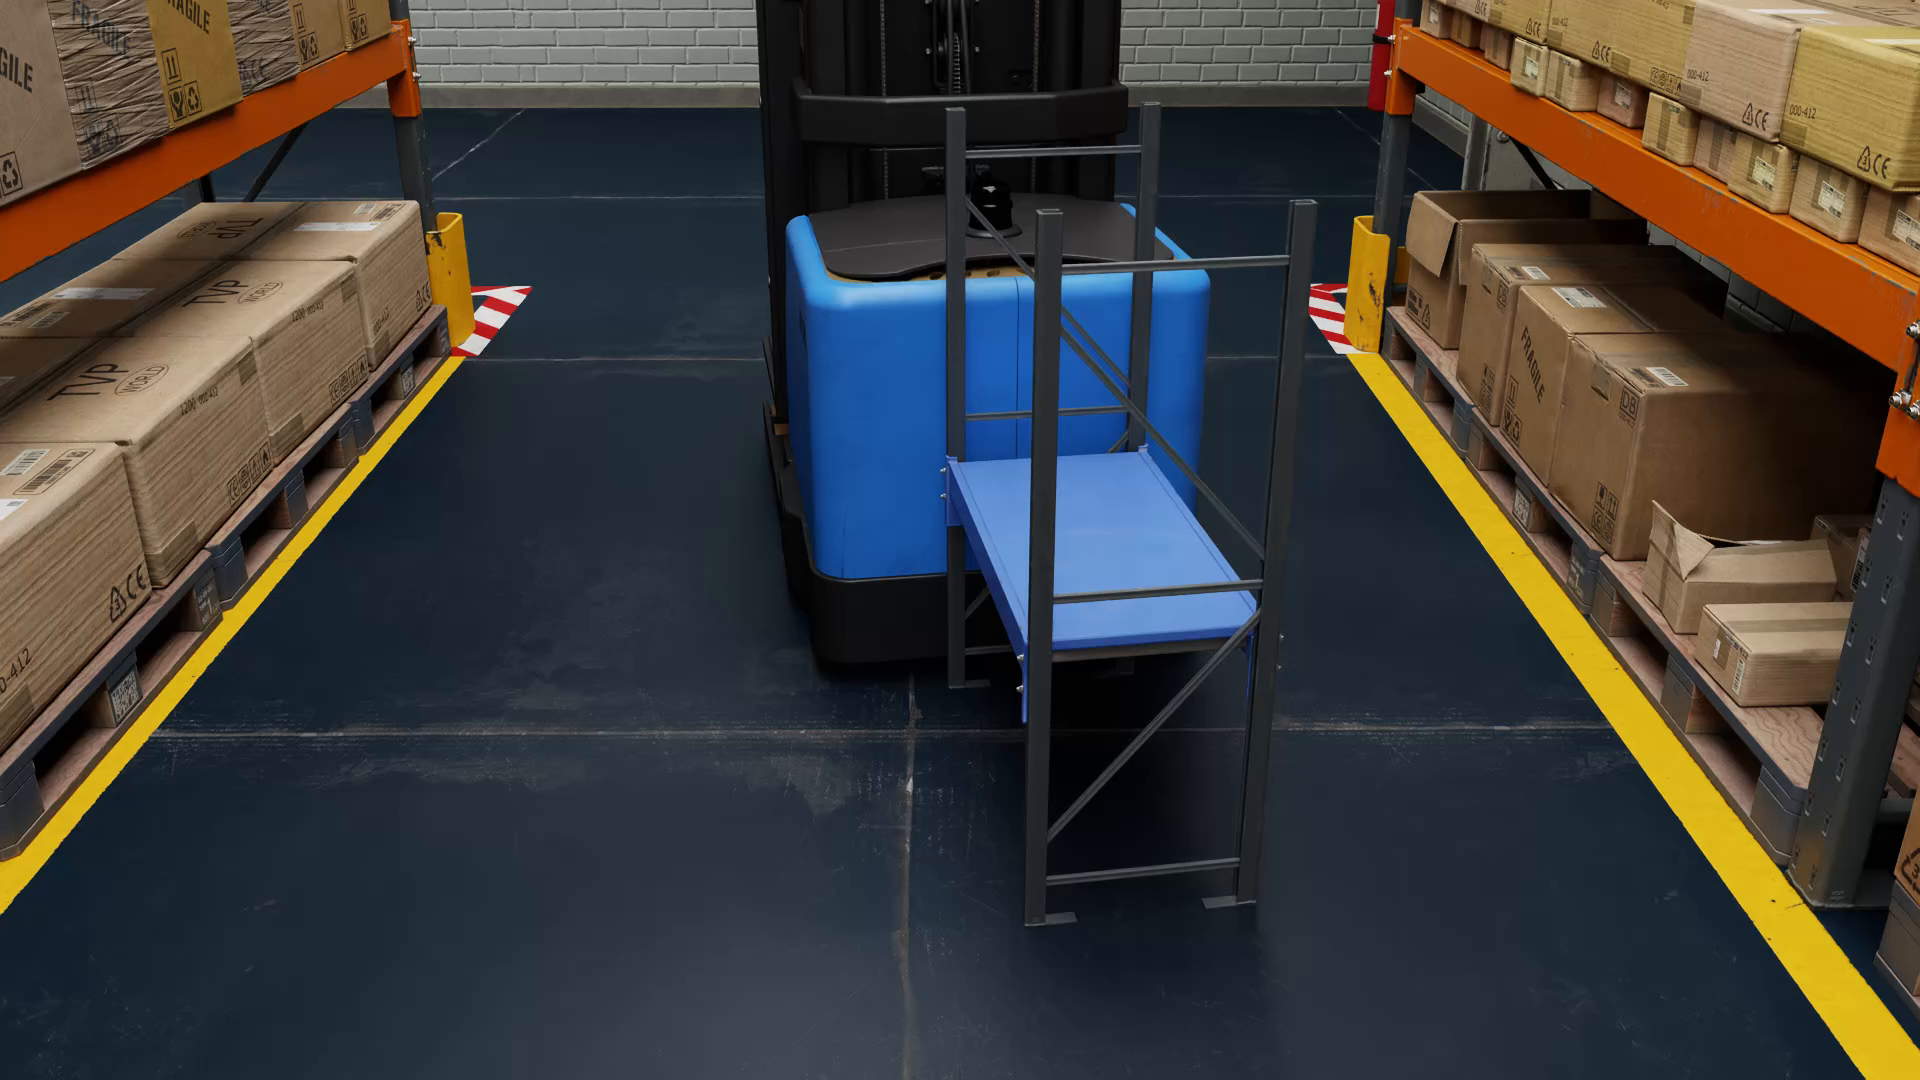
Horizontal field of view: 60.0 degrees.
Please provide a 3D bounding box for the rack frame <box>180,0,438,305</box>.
[{"bbox_3d":[-2.708,-2.234,6.549,1.000,3.000,0.127,0,24,-1],"label":"rack frame"}]

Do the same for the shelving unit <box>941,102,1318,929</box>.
[{"bbox_3d":[0.297,-0.103,3.659,0.538,1.500,1.048,-4,25,-8],"label":"shelving unit"}]

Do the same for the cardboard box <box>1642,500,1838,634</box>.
[{"bbox_3d":[1.995,0.070,4.264,0.396,0.266,0.258,1,24,1],"label":"cardboard box"}]

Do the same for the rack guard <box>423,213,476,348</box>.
[{"bbox_3d":[-2.708,-1.105,7.086,1.175,0.500,0.348,0,24,-1],"label":"rack guard"}]

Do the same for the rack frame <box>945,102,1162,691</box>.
[{"bbox_3d":[0.215,-0.310,4.116,0.500,1.500,0.032,-4,25,-8],"label":"rack frame"}]

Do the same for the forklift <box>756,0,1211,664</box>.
[{"bbox_3d":[-0.101,-1.589,5.207,1.130,2.935,3.031,-4,25,-9],"label":"forklift"}]

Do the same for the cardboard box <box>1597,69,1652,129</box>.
[{"bbox_3d":[2.044,-1.261,4.703,0.380,0.149,0.250,0,24,-1],"label":"cardboard box"}]

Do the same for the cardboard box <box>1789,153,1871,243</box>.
[{"bbox_3d":[2.018,-0.732,3.534,0.380,0.149,0.250,0,24,1],"label":"cardboard box"}]

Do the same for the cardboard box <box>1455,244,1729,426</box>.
[{"bbox_3d":[2.138,-0.705,5.693,0.700,0.500,0.500,1,24,2],"label":"cardboard box"}]

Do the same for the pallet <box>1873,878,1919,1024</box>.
[{"bbox_3d":[2.345,0.996,2.792,1.003,0.211,1.213,0,24,-1],"label":"pallet"}]

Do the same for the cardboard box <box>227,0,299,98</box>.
[{"bbox_3d":[-2.432,-1.663,5.166,0.500,0.500,0.500,0,24,1],"label":"cardboard box"}]

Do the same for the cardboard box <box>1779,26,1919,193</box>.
[{"bbox_3d":[2.049,-0.885,3.389,0.500,0.250,0.500,0,24,1],"label":"cardboard box"}]

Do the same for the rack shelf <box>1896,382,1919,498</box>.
[{"bbox_3d":[2.321,0.542,1.284,1.077,0.370,4.000,0,24,-1],"label":"rack shelf"}]

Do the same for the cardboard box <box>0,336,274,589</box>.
[{"bbox_3d":[-2.574,-0.238,4.735,0.875,0.438,0.875,-1,24,-2],"label":"cardboard box"}]

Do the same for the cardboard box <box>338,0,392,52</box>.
[{"bbox_3d":[-2.438,-2.082,6.092,0.500,0.500,0.500,0,24,0],"label":"cardboard box"}]

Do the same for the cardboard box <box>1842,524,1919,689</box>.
[{"bbox_3d":[2.528,0.151,4.029,0.500,0.311,0.500,1,24,1],"label":"cardboard box"}]

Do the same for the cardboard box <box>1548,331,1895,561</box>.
[{"bbox_3d":[2.149,-0.278,4.747,0.700,0.500,0.500,-1,24,-3],"label":"cardboard box"}]

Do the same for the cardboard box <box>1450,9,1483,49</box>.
[{"bbox_3d":[2.033,-1.902,6.120,0.380,0.149,0.250,0,24,1],"label":"cardboard box"}]

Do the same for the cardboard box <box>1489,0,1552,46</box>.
[{"bbox_3d":[2.005,-1.720,5.234,0.500,0.250,0.500,-1,24,-2],"label":"cardboard box"}]

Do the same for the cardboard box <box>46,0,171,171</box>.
[{"bbox_3d":[-2.408,-1.238,4.226,0.500,0.500,0.500,0,24,0],"label":"cardboard box"}]

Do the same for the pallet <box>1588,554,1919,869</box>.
[{"bbox_3d":[2.292,0.378,4.158,1.003,0.211,1.213,0,24,-1],"label":"pallet"}]

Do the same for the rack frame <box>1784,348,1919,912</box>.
[{"bbox_3d":[2.299,-0.609,2.958,1.000,3.000,0.127,0,24,-1],"label":"rack frame"}]

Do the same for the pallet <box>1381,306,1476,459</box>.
[{"bbox_3d":[2.266,-0.627,6.381,1.003,0.211,1.213,0,24,-1],"label":"pallet"}]

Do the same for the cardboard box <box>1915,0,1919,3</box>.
[{"bbox_3d":[2.551,-1.089,3.838,0.500,0.250,0.500,0,24,-1],"label":"cardboard box"}]

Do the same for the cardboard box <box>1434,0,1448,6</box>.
[{"bbox_3d":[1.991,-2.137,6.155,0.500,0.250,0.500,0,24,0],"label":"cardboard box"}]

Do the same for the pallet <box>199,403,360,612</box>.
[{"bbox_3d":[-2.611,-0.133,5.287,1.003,0.211,1.213,0,24,-1],"label":"pallet"}]

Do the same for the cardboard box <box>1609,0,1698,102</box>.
[{"bbox_3d":[2.037,-1.297,4.300,0.500,0.250,0.500,0,24,-1],"label":"cardboard box"}]

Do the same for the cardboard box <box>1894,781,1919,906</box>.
[{"bbox_3d":[2.079,0.538,2.943,0.500,0.500,0.500,1,24,2],"label":"cardboard box"}]

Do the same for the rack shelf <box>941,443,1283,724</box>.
[{"bbox_3d":[0.297,0.060,3.733,0.538,0.185,1.000,-4,25,-8],"label":"rack shelf"}]

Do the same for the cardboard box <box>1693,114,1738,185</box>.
[{"bbox_3d":[2.015,-0.948,4.010,0.380,0.149,0.250,0,24,1],"label":"cardboard box"}]

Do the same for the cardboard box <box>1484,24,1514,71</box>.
[{"bbox_3d":[2.013,-1.689,5.650,0.380,0.149,0.250,0,24,1],"label":"cardboard box"}]

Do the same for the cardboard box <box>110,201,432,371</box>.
[{"bbox_3d":[-2.601,-0.986,6.390,0.875,0.438,0.875,-1,24,-2],"label":"cardboard box"}]

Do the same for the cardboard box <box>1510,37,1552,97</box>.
[{"bbox_3d":[1.949,-1.476,5.177,0.380,0.149,0.250,-1,24,-2],"label":"cardboard box"}]
